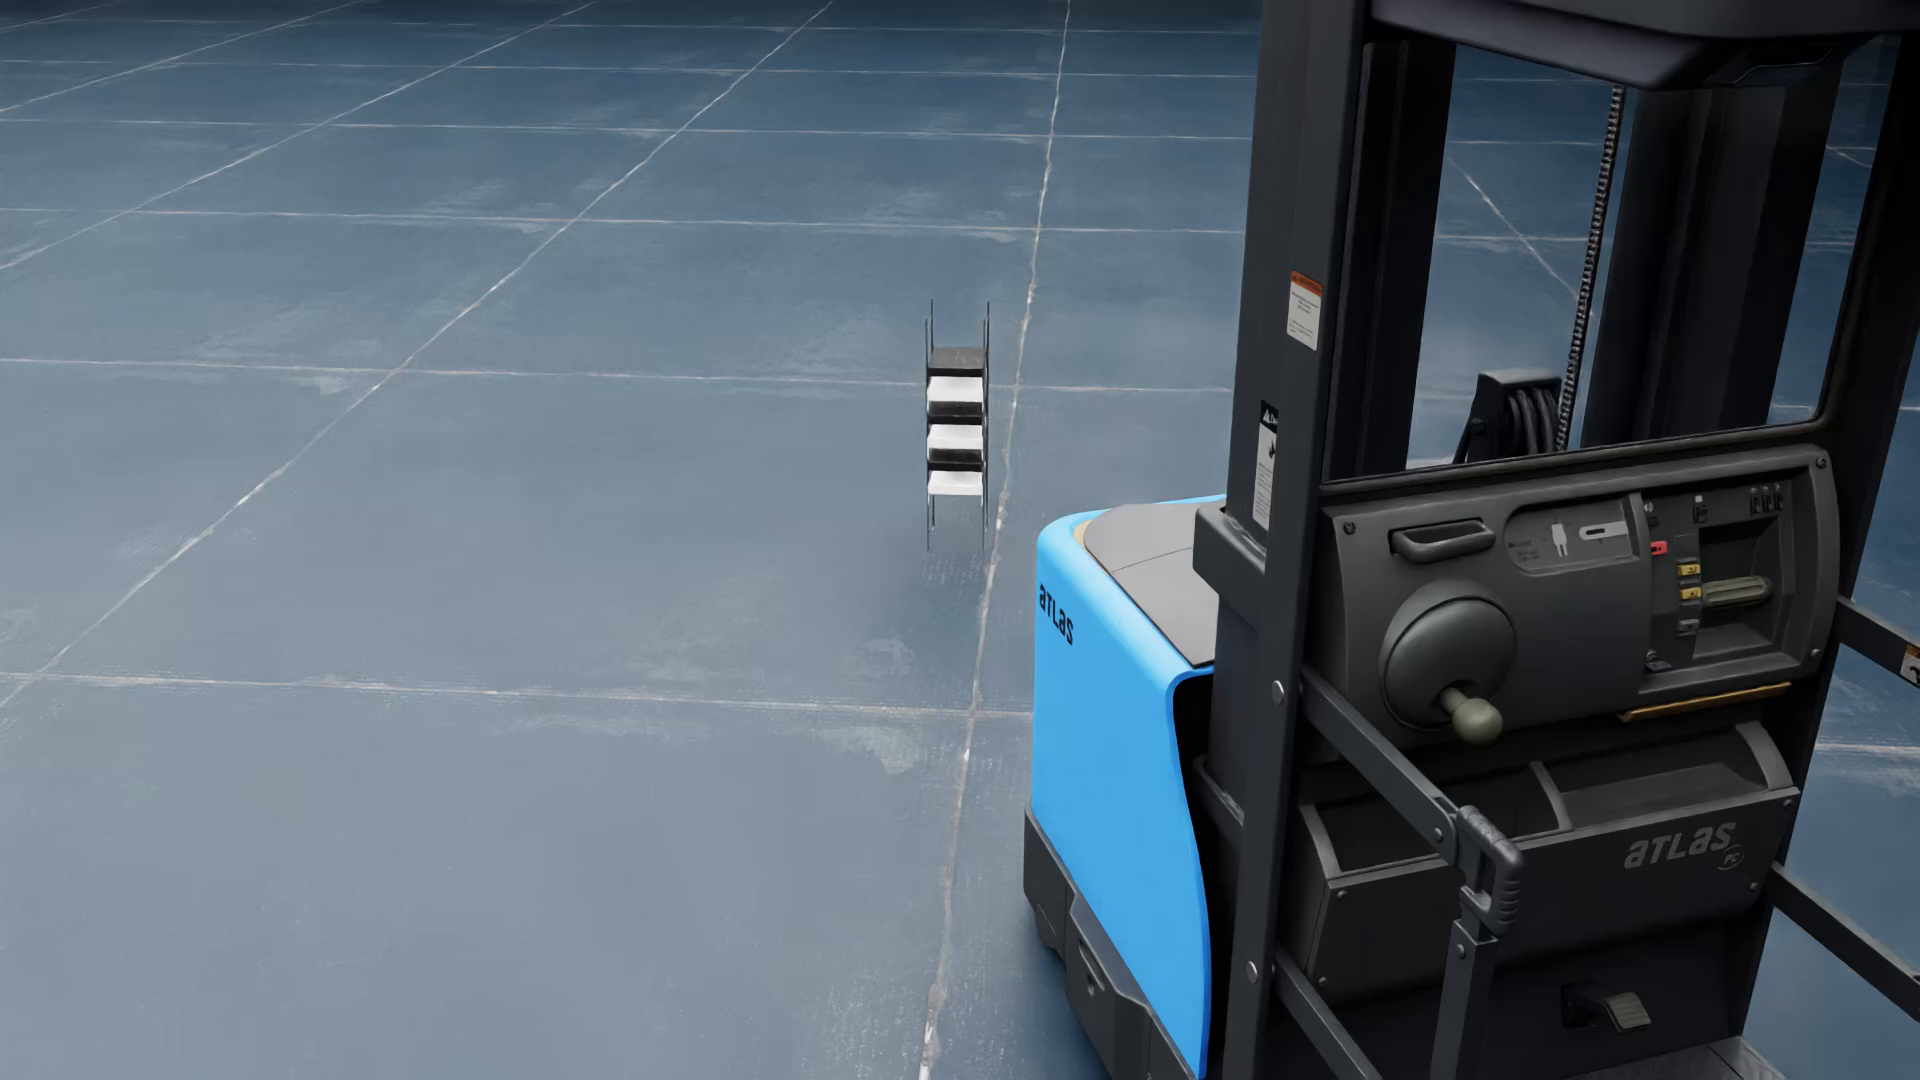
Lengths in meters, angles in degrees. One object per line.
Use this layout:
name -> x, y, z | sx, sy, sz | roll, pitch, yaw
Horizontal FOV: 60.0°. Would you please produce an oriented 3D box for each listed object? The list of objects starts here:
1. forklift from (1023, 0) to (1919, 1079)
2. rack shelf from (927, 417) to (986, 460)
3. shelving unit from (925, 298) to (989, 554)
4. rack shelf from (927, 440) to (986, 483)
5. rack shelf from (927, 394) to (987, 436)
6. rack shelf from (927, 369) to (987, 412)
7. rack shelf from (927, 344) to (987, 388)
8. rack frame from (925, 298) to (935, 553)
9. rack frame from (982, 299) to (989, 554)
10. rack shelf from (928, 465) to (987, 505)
forklift -> 1.085, 0.117, 2.490 | 1.130, 2.935, 3.031 | -7, 26, -16
rack shelf -> -0.008, -0.379, 6.076 | 0.200, 0.077, 0.258 | 2, 25, 4
shelving unit -> -0.008, -0.409, 6.062 | 0.210, 0.900, 0.258 | 2, 25, 4
rack shelf -> -0.008, -0.297, 6.114 | 0.200, 0.077, 0.258 | 2, 25, 4
rack shelf -> -0.008, -0.461, 6.039 | 0.200, 0.077, 0.258 | 2, 25, 4
rack shelf -> -0.008, -0.542, 6.001 | 0.200, 0.077, 0.258 | 2, 25, 4
rack shelf -> -0.008, -0.624, 5.964 | 0.200, 0.077, 0.258 | 2, 25, 4
rack frame -> -0.109, -0.412, 6.070 | 0.006, 0.900, 0.240 | 2, 25, 4
rack frame -> 0.093, -0.406, 6.055 | 0.006, 0.900, 0.240 | 2, 25, 4
rack shelf -> -0.008, -0.215, 6.152 | 0.200, 0.077, 0.258 | 2, 25, 4
